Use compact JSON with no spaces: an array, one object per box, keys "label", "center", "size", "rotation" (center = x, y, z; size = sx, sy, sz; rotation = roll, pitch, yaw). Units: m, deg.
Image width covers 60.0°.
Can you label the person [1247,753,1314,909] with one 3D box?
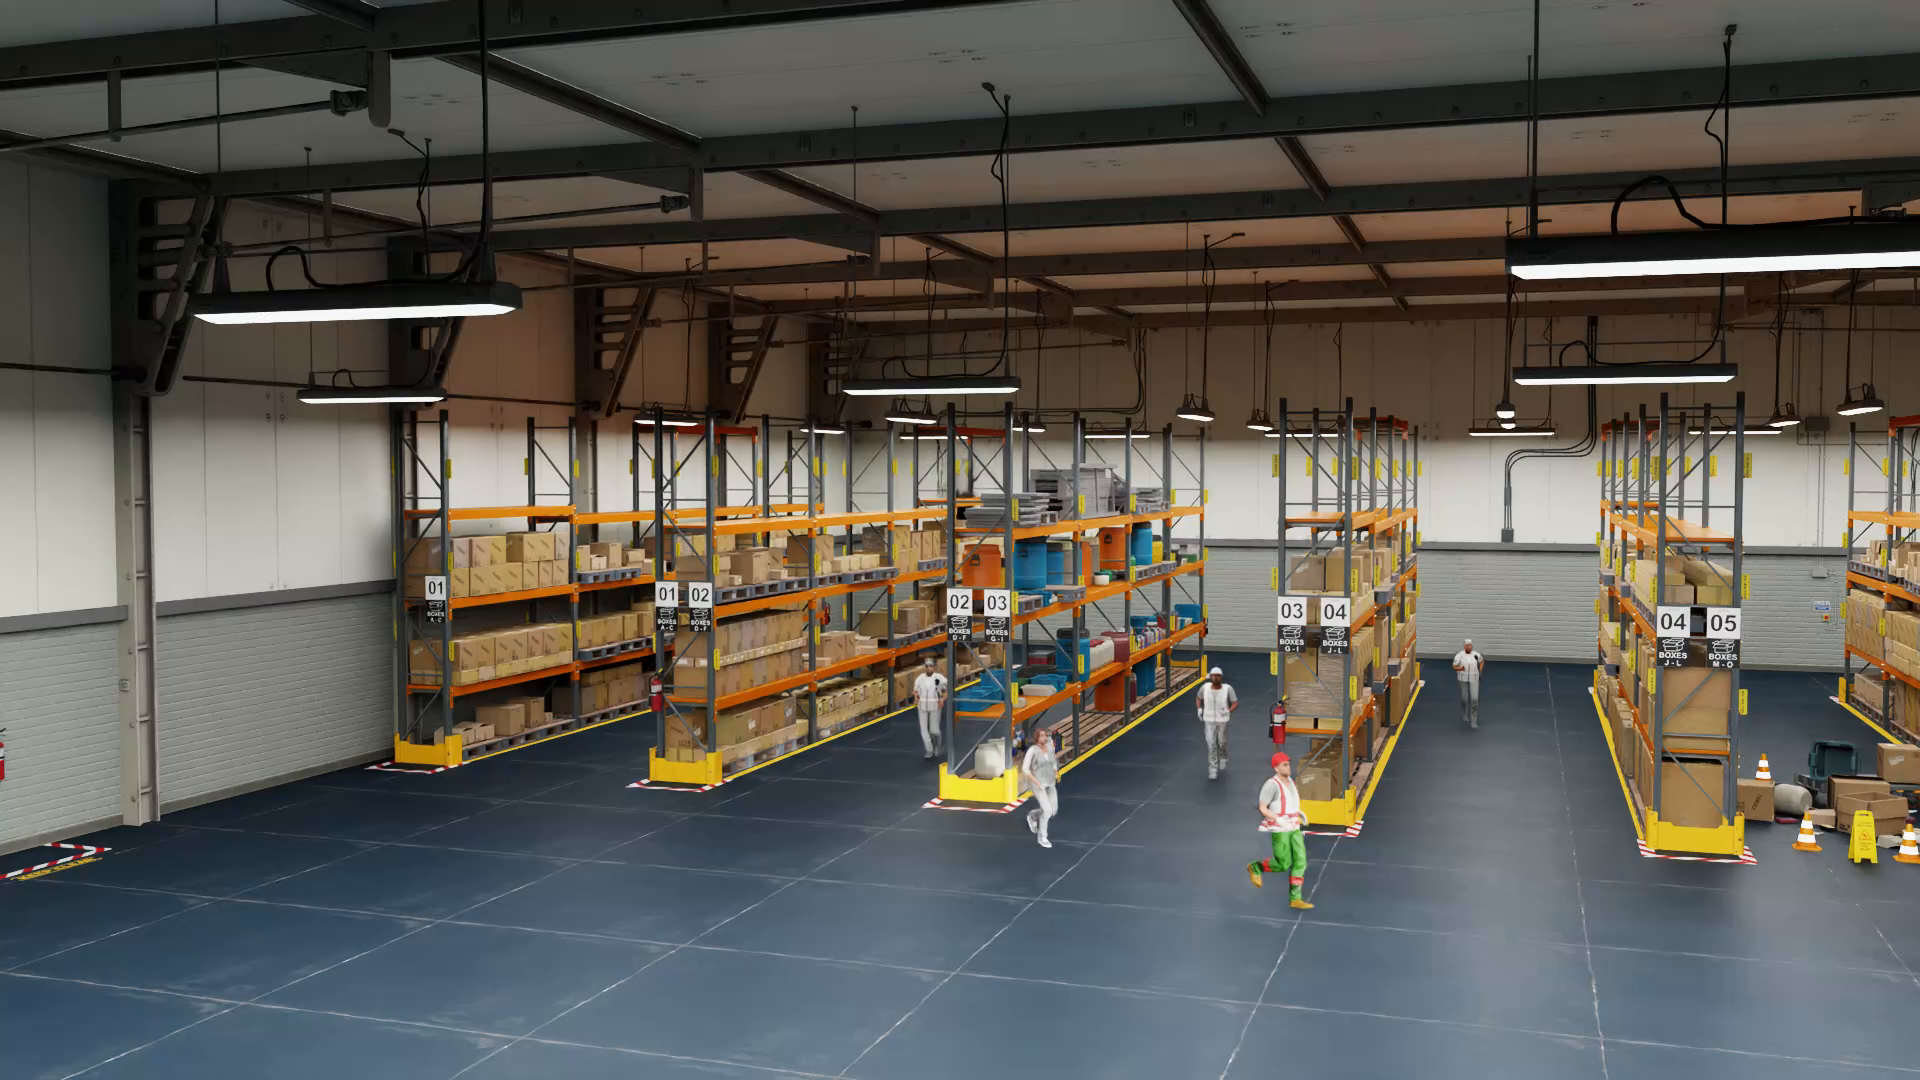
[{"label":"person","center":[3.712,3.316,19.090],"size":[0.669,1.755,0.866],"rotation":[-2,3,-41]}]

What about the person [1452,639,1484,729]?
[{"label":"person","center":[9.907,2.784,32.430],"size":[0.593,1.722,0.816],"rotation":[1,3,16]}]

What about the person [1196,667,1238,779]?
[{"label":"person","center":[4.160,2.945,26.991],"size":[0.687,1.769,0.869],"rotation":[1,3,15]}]

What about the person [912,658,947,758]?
[{"label":"person","center":[-0.535,2.895,28.647],"size":[0.634,1.737,0.588],"rotation":[1,3,12]}]

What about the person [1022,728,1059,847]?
[{"label":"person","center":[1.059,3.278,22.182],"size":[0.535,1.570,0.515],"rotation":[-2,3,-34]}]
